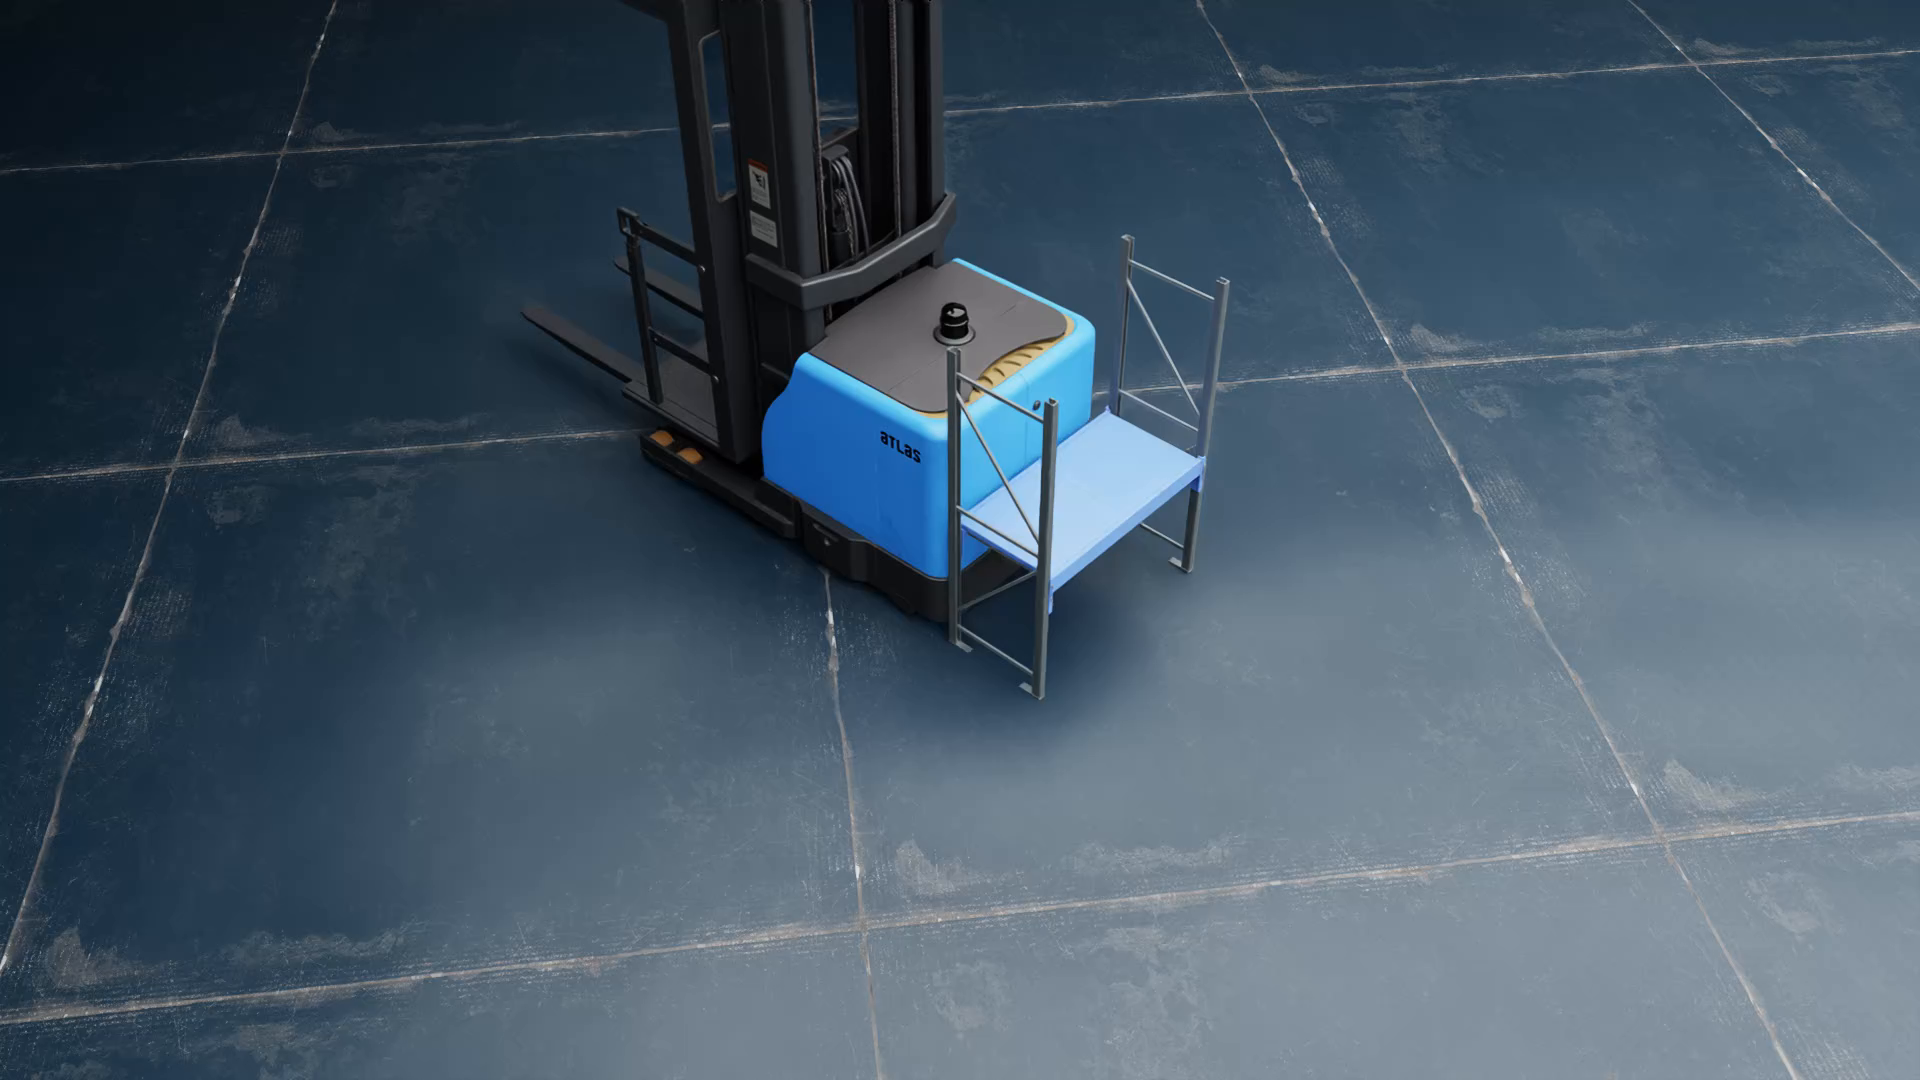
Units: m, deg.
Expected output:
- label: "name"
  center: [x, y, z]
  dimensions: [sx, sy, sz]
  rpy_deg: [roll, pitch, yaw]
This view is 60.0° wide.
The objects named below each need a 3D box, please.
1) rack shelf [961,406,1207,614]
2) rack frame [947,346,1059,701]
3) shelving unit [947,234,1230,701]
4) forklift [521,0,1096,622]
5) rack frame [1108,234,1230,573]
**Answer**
- label: "rack shelf"
  center: [0.489, -0.144, 6.774]
  dimensions: [0.538, 0.185, 1.000]
  rpy_deg: [31, 51, 30]
- label: "rack frame"
  center: [0.148, -0.025, 6.373]
  dimensions: [0.500, 1.500, 0.032]
  rpy_deg: [31, 51, 30]
- label: "shelving unit"
  center: [0.489, -0.278, 6.653]
  dimensions: [0.538, 1.500, 1.048]
  rpy_deg: [31, 51, 30]
- label: "forklift"
  center: [-0.867, -1.592, 7.042]
  dimensions: [3.031, 2.935, 1.130]
  rpy_deg: [30, 50, 29]
- label: "rack frame"
  center: [0.830, -0.530, 6.933]
  dimensions: [0.500, 1.500, 0.032]
  rpy_deg: [31, 51, 30]
